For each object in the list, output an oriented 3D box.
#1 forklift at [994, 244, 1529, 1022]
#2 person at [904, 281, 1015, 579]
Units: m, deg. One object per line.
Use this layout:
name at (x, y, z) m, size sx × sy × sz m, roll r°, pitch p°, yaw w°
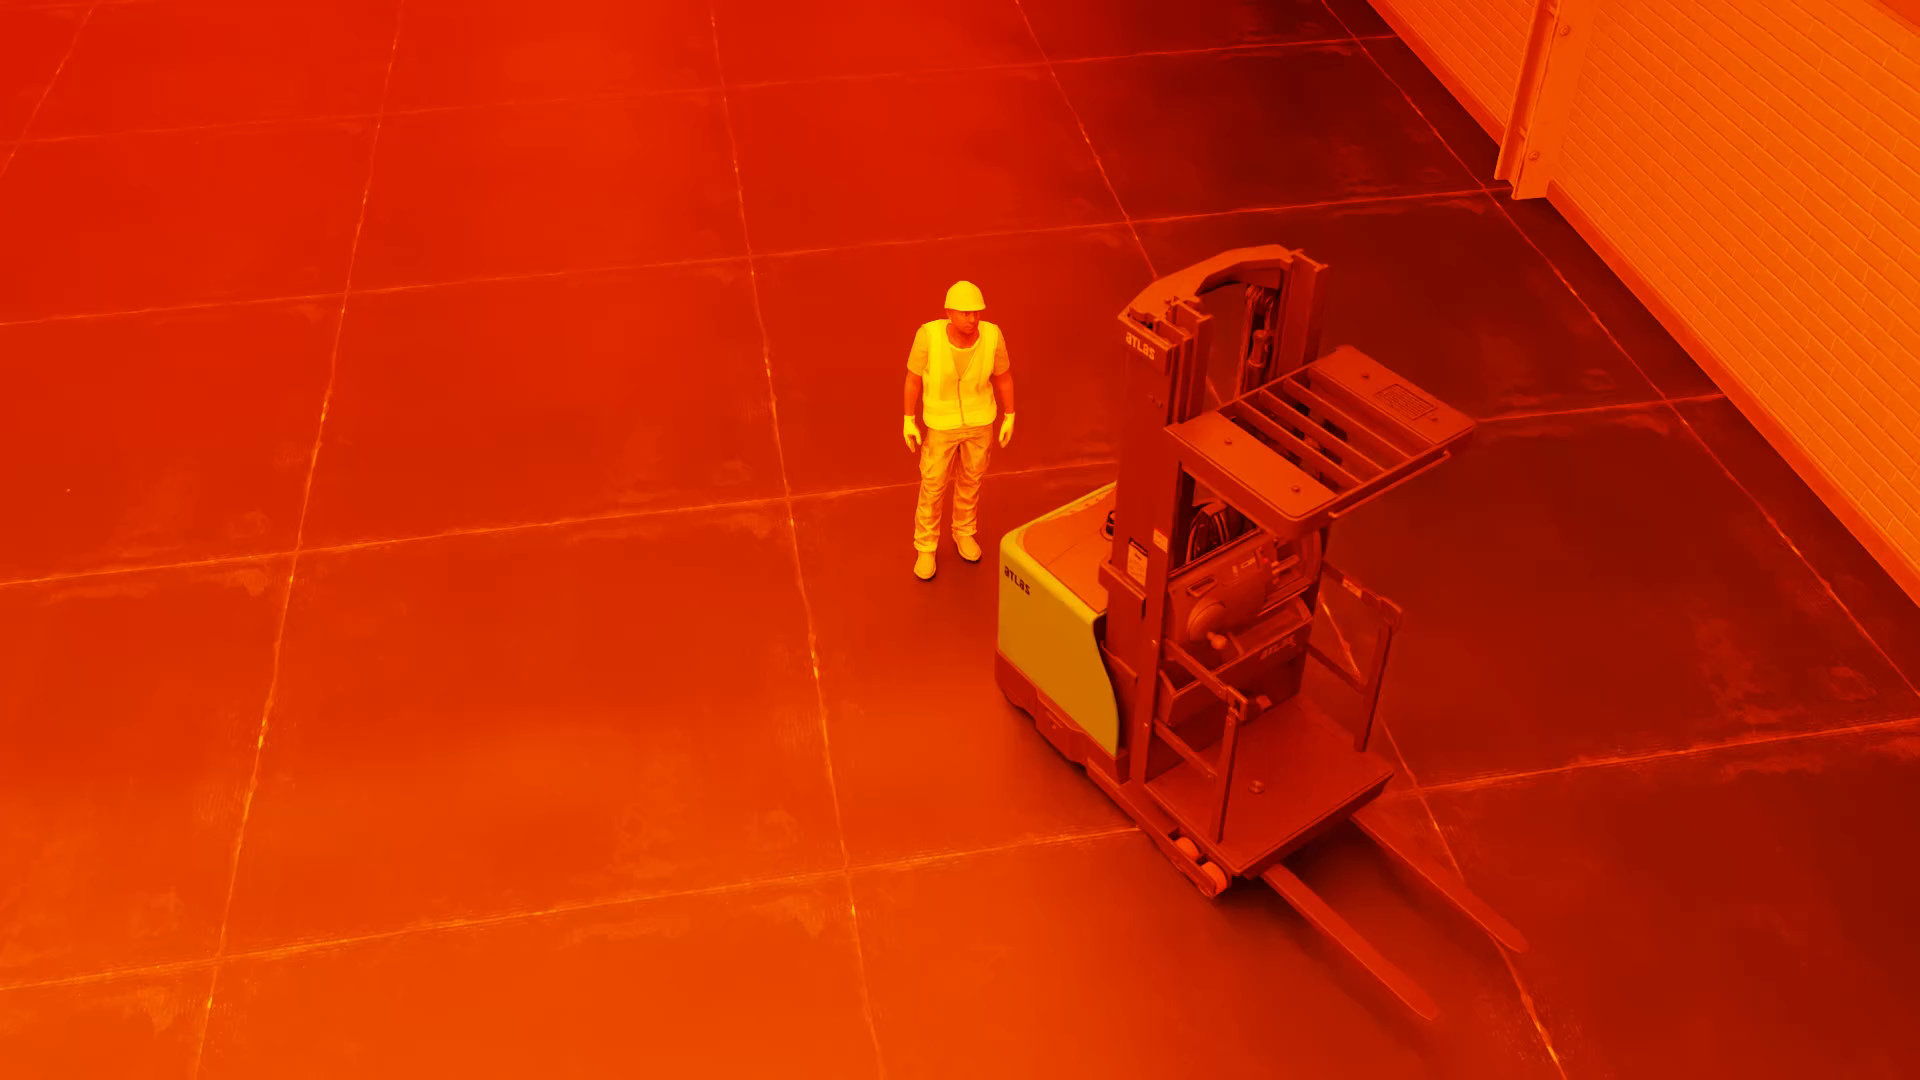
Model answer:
forklift at (1.465, 0.268, 7.642) m, size 1.130 × 2.935 × 3.031 m, roll -25°, pitch 46°, yaw -27°
person at (0.004, -0.638, 9.583) m, size 0.657 × 1.785 × 0.575 m, roll -7°, pitch 41°, yaw -8°
